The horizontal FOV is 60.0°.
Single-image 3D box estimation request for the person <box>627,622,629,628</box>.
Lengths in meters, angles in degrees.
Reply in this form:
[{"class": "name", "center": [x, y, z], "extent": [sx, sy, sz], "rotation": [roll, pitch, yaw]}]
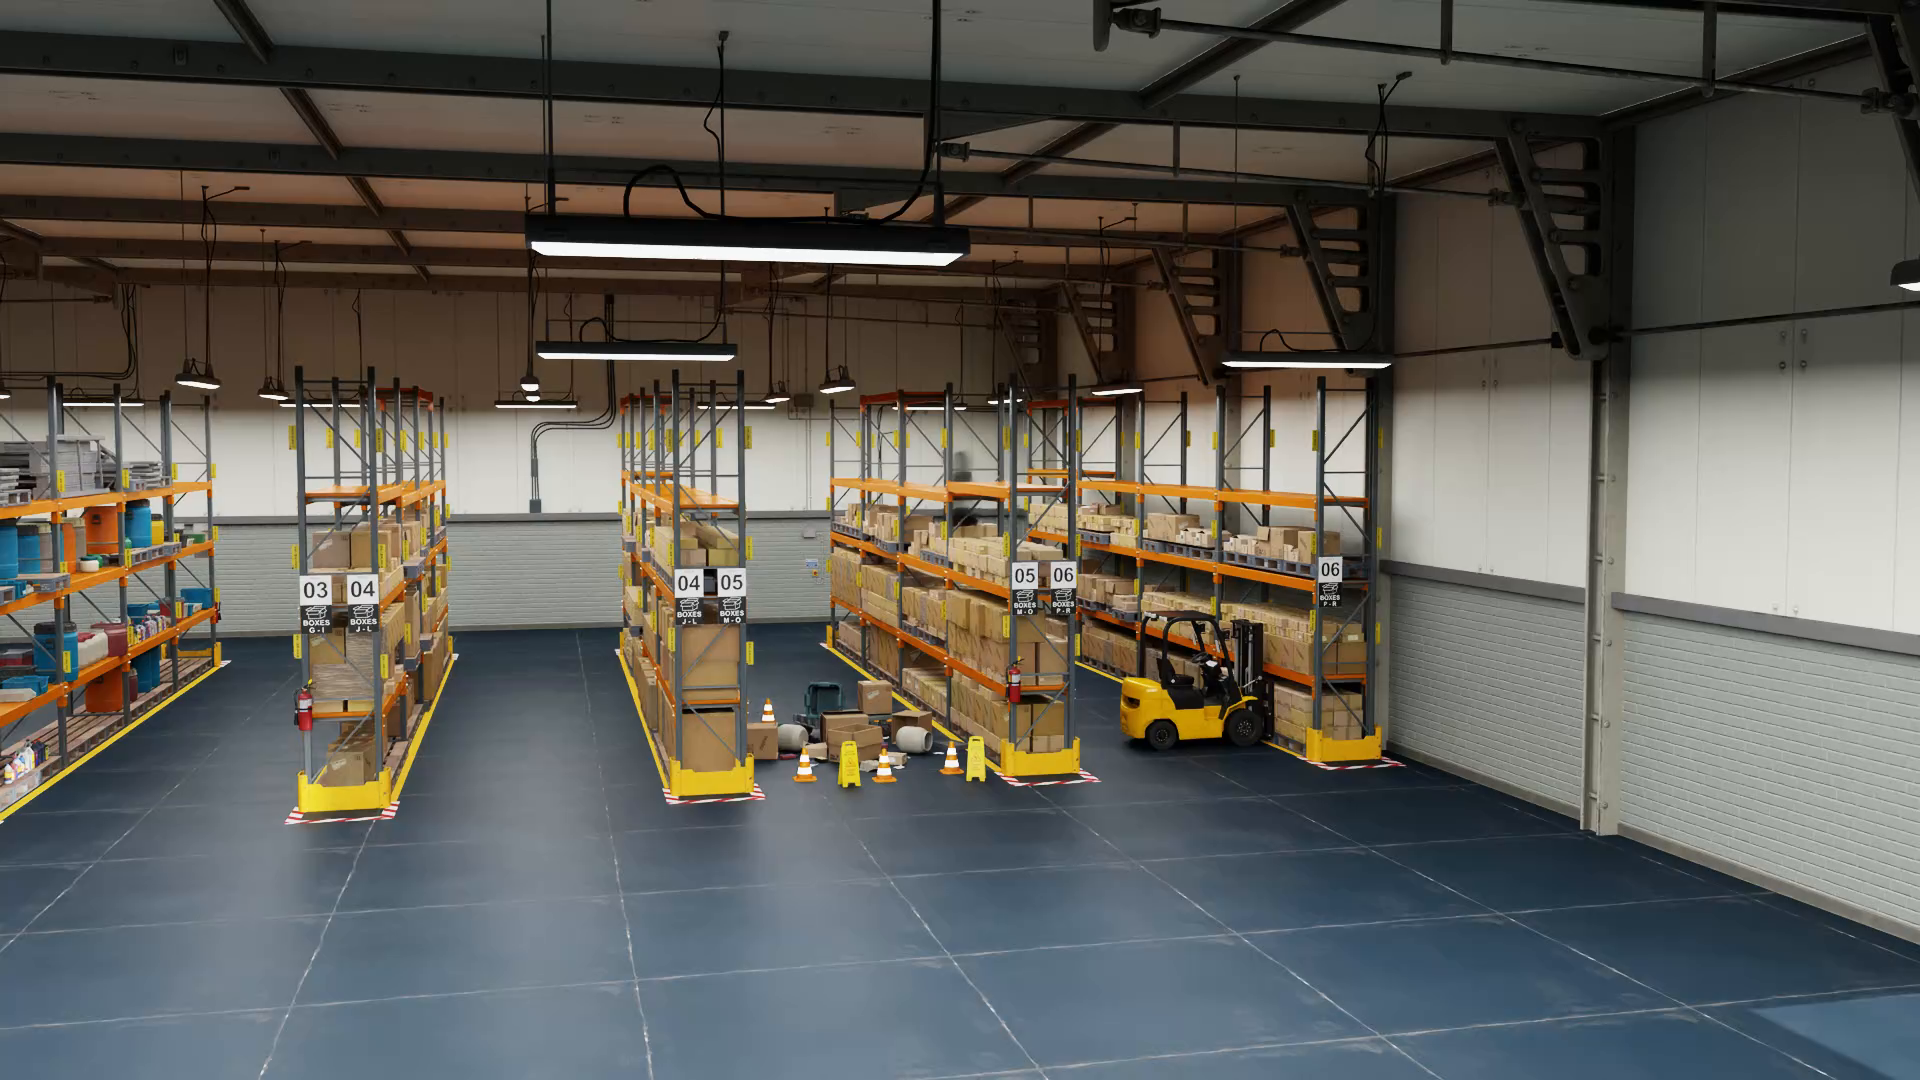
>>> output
[{"class": "person", "center": [-7.843, 1.778, 40.461], "extent": [0.575, 1.703, 0.727], "rotation": [3, 4, 40]}]
